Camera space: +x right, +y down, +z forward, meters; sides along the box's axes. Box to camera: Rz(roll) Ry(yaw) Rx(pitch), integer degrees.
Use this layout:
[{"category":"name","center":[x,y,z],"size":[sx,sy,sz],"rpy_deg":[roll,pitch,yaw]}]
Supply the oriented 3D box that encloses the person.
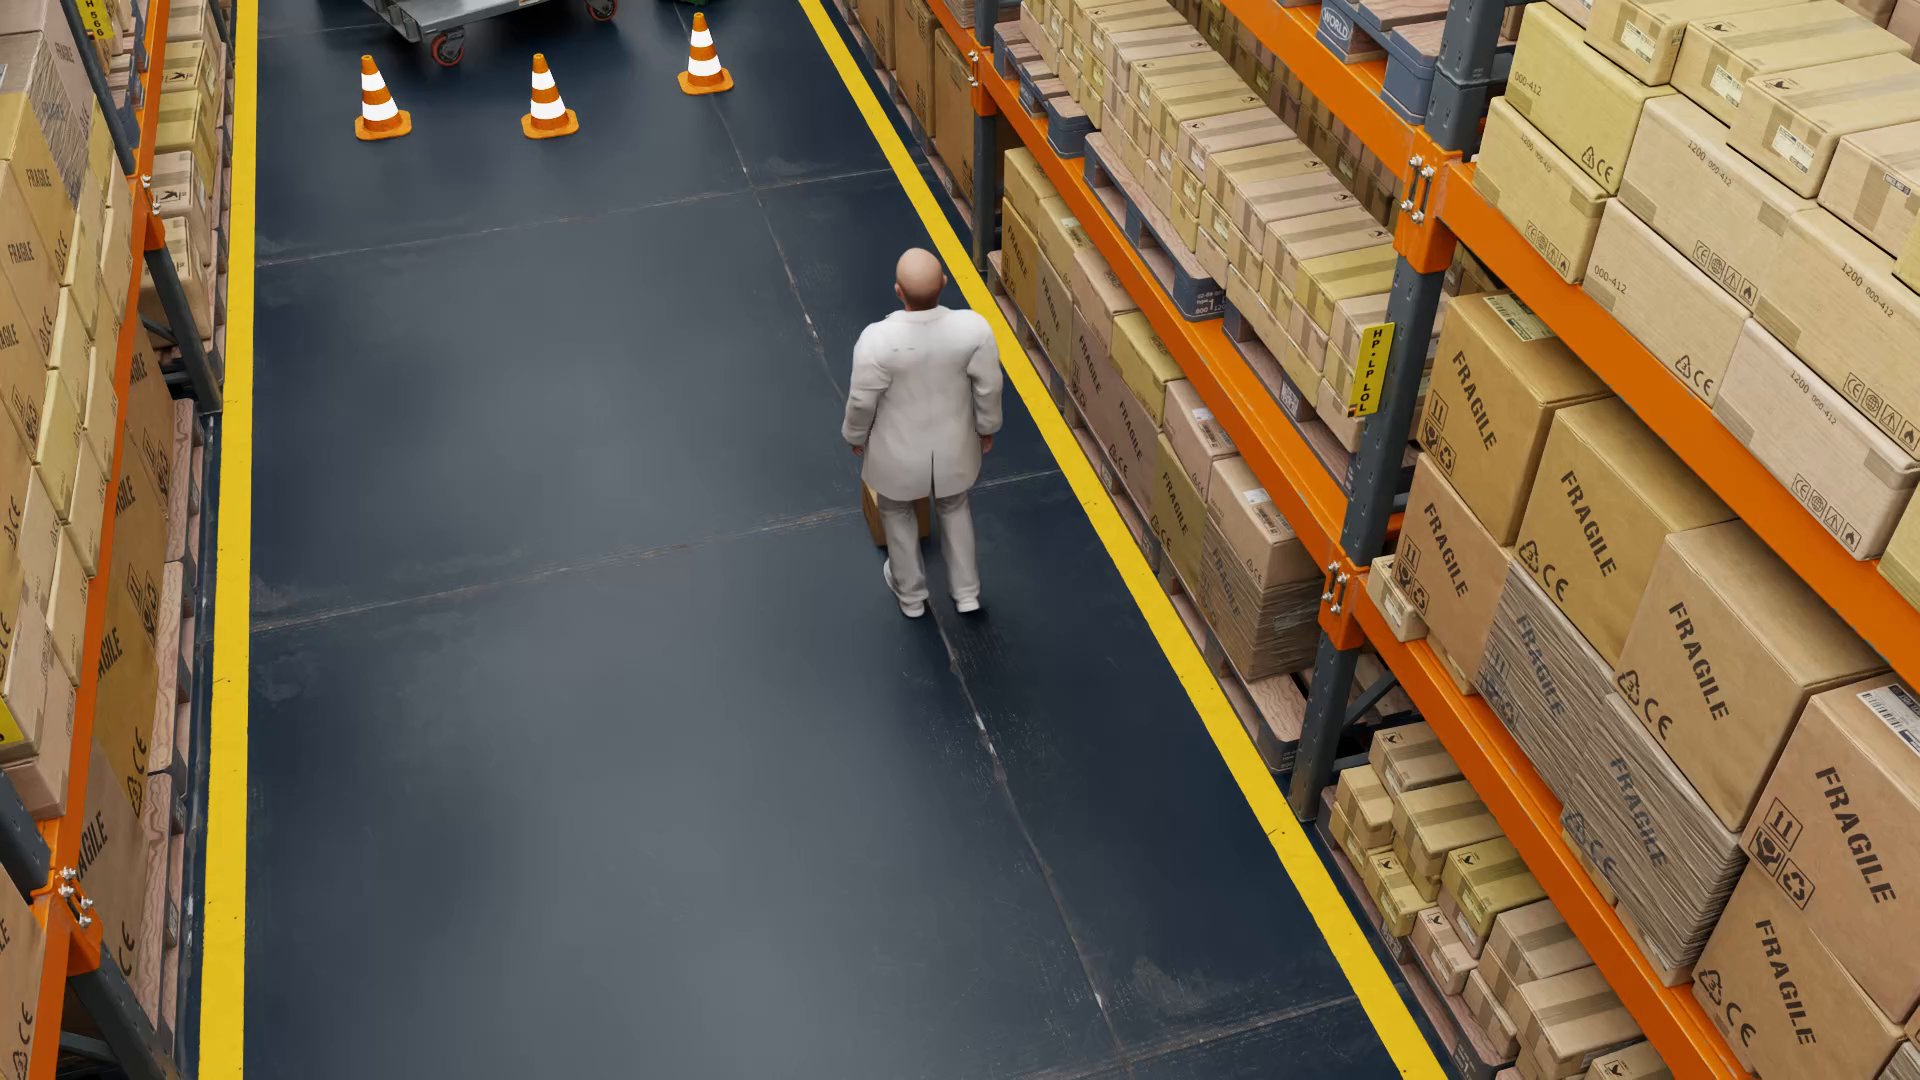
[{"category":"person","center":[-0.149,-0.385,6.690],"size":[0.639,1.867,0.465],"rpy_deg":[-11,43,-12]}]
